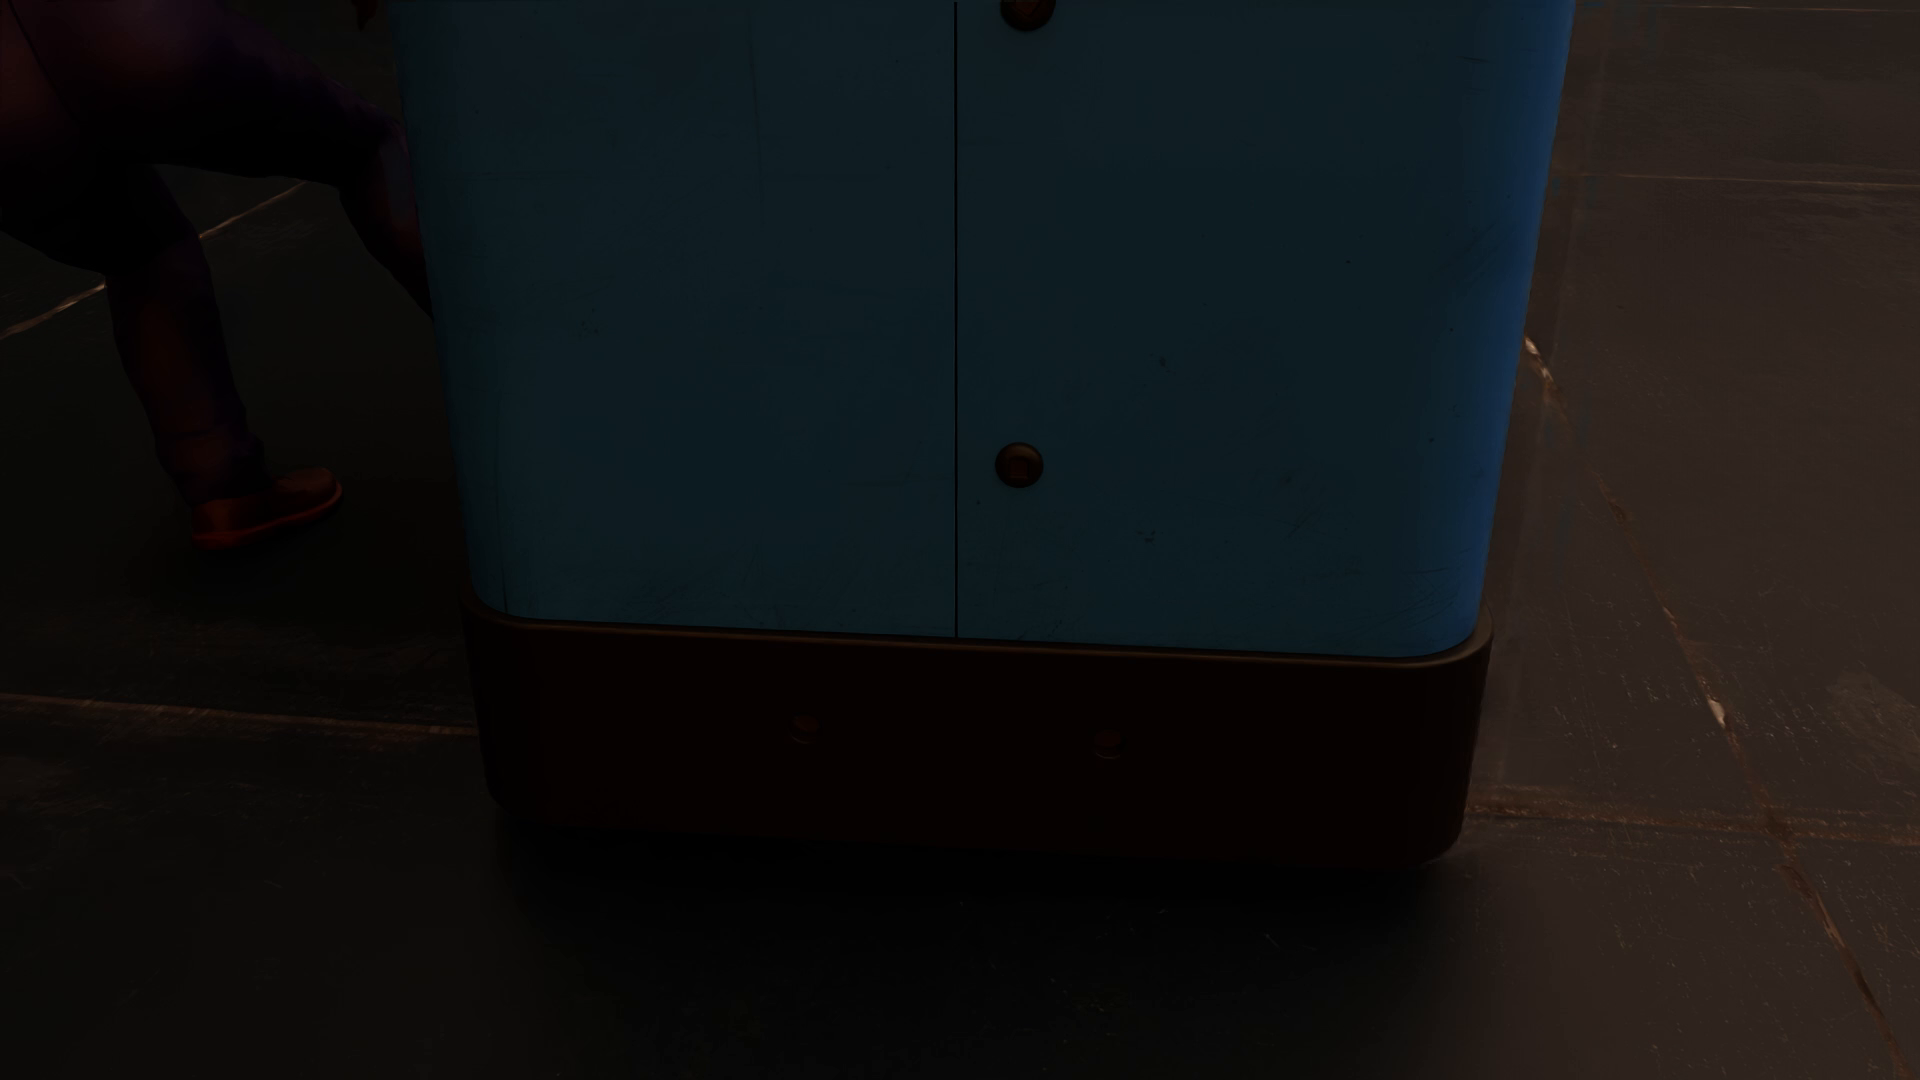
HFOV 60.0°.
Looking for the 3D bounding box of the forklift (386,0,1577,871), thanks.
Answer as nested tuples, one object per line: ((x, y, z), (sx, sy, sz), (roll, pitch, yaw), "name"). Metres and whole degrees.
((0.132, -1.604, 2.433), (1.130, 2.935, 3.031), (2, 27, 5), "forklift")

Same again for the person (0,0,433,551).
((-1.081, -0.732, 2.382), (1.226, 1.427, 0.867), (-8, 28, -15), "person")
